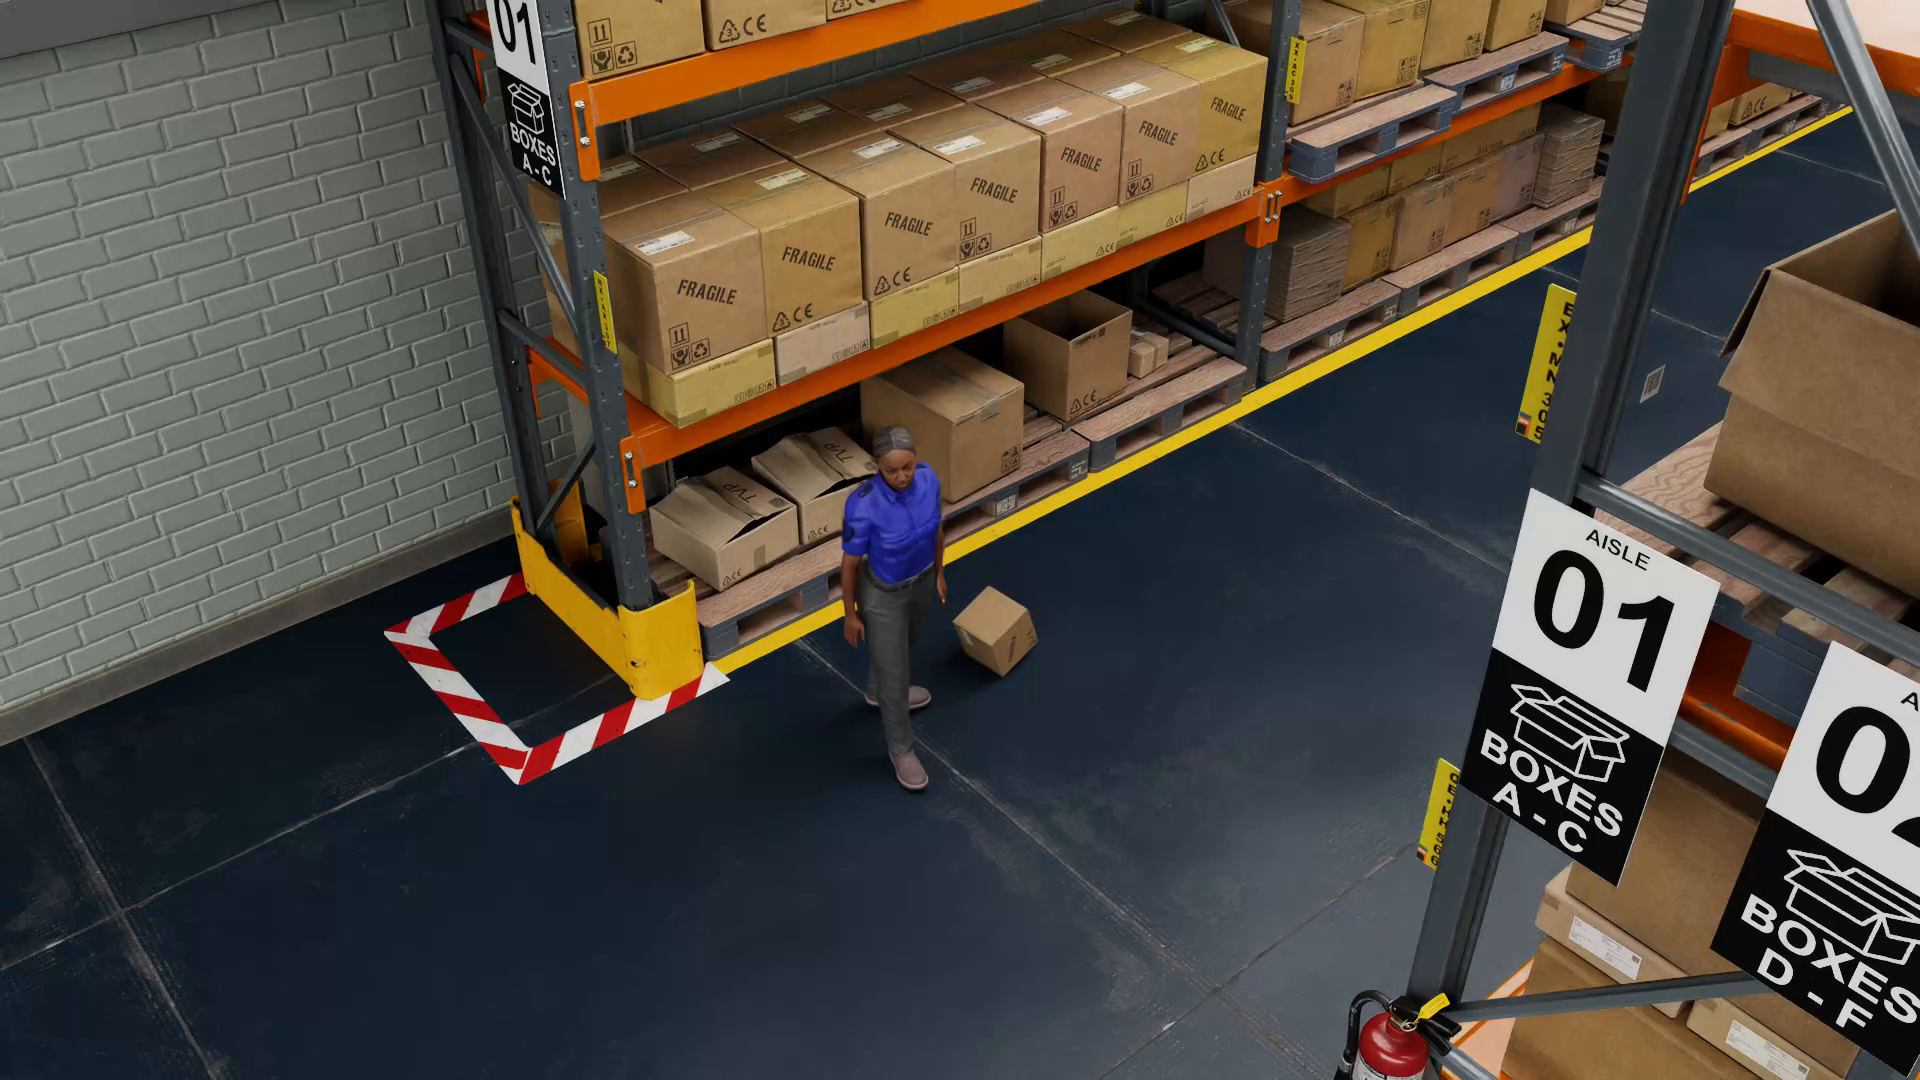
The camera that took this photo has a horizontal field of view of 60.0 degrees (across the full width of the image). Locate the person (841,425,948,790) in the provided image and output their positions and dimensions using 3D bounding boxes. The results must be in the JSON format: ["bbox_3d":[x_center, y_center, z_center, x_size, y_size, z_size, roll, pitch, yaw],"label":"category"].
[{"bbox_3d":[-0.254,0.209,6.789,0.522,1.644,0.602,-29,45,-34],"label":"person"}]
